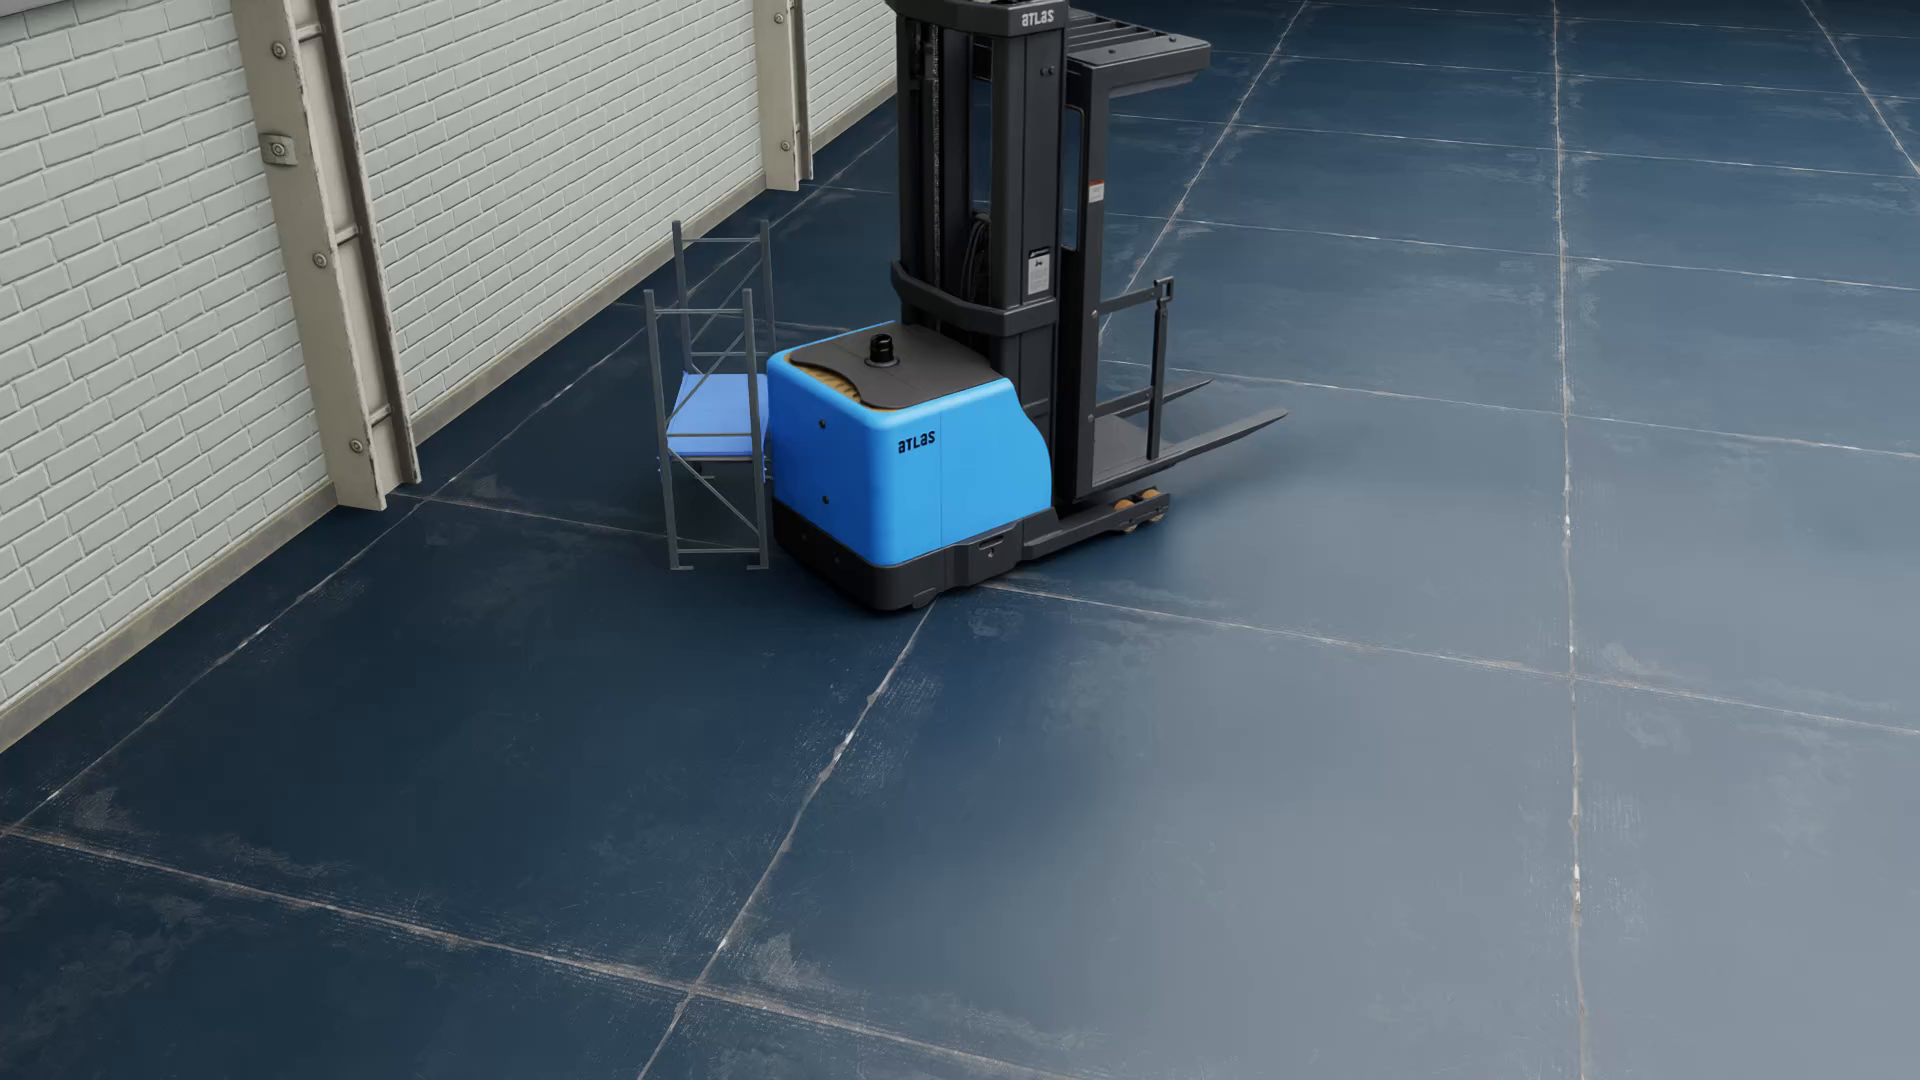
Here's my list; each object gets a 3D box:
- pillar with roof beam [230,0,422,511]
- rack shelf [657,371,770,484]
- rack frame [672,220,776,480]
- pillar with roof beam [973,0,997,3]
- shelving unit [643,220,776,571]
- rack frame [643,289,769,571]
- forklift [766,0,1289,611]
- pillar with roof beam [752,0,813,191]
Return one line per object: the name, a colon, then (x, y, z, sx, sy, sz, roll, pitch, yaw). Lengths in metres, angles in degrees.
pillar with roof beam: (0.883, -3.589, 5.945, 9.100, 9.000, 0.400, 8, 30, 15)
rack shelf: (-1.236, -0.600, 8.655, 0.538, 0.185, 1.000, -1, 29, -1)
rack frame: (-1.247, -1.004, 9.012, 0.500, 1.500, 0.032, -1, 29, -1)
pillar with roof beam: (4.405, -9.166, 15.969, 9.100, 9.000, 0.400, 8, 30, 15)
shelving unit: (-1.236, -0.757, 8.568, 0.538, 1.500, 1.048, -1, 29, -1)
rack frame: (-1.225, -0.510, 8.124, 0.500, 1.500, 0.032, -1, 29, -1)
forklift: (0.505, -1.508, 8.446, 3.031, 2.935, 1.130, -21, 35, -32)
pillar with roof beam: (2.644, -6.377, 10.957, 9.100, 9.000, 0.400, 8, 30, 15)
